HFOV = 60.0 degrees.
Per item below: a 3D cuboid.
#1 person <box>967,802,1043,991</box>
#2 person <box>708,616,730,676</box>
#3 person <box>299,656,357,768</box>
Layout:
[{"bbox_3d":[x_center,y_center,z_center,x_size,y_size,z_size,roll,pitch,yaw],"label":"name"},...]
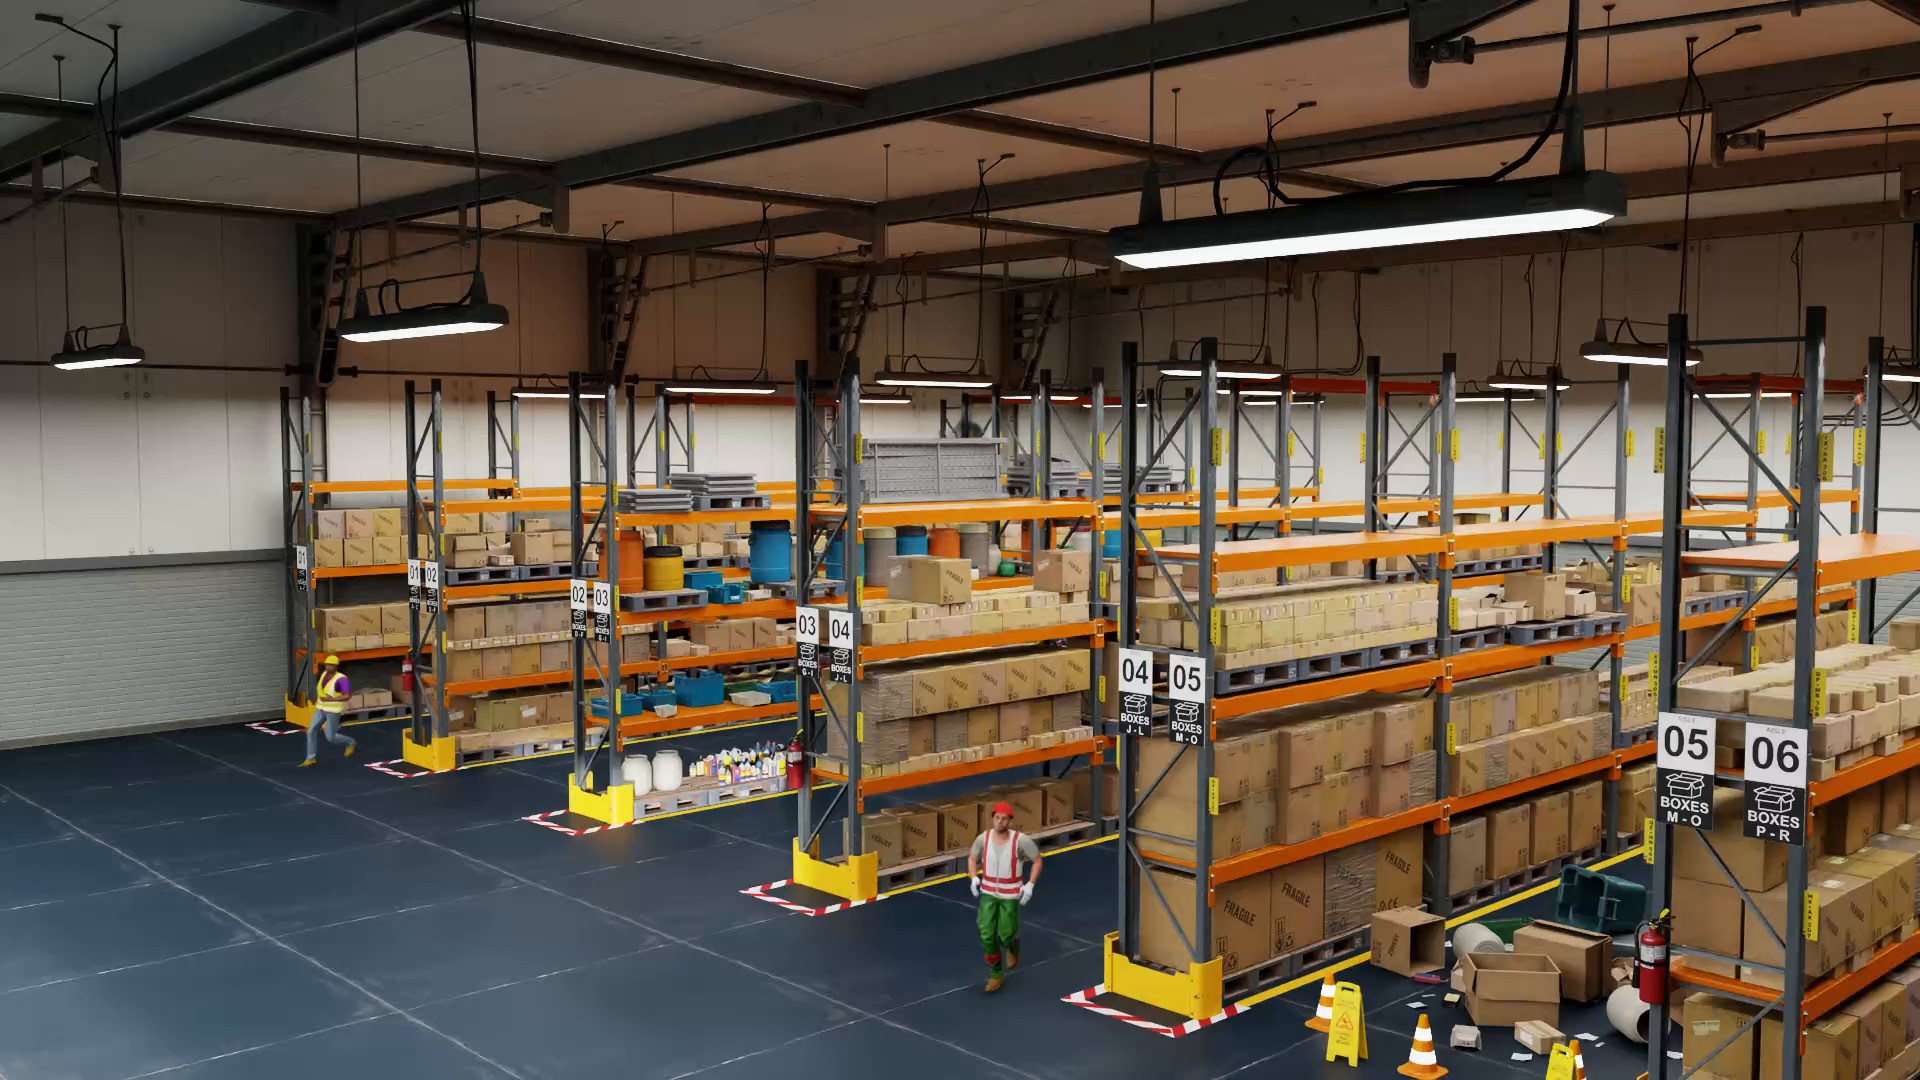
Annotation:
[{"bbox_3d":[0.408,3.312,15.569,0.708,1.752,0.634,1,4,16],"label":"person"},{"bbox_3d":[-4.584,2.276,31.818,0.577,1.648,0.969,4,5,44],"label":"person"},{"bbox_3d":[-9.824,2.663,25.995,0.731,1.729,0.858,2,4,26],"label":"person"}]
